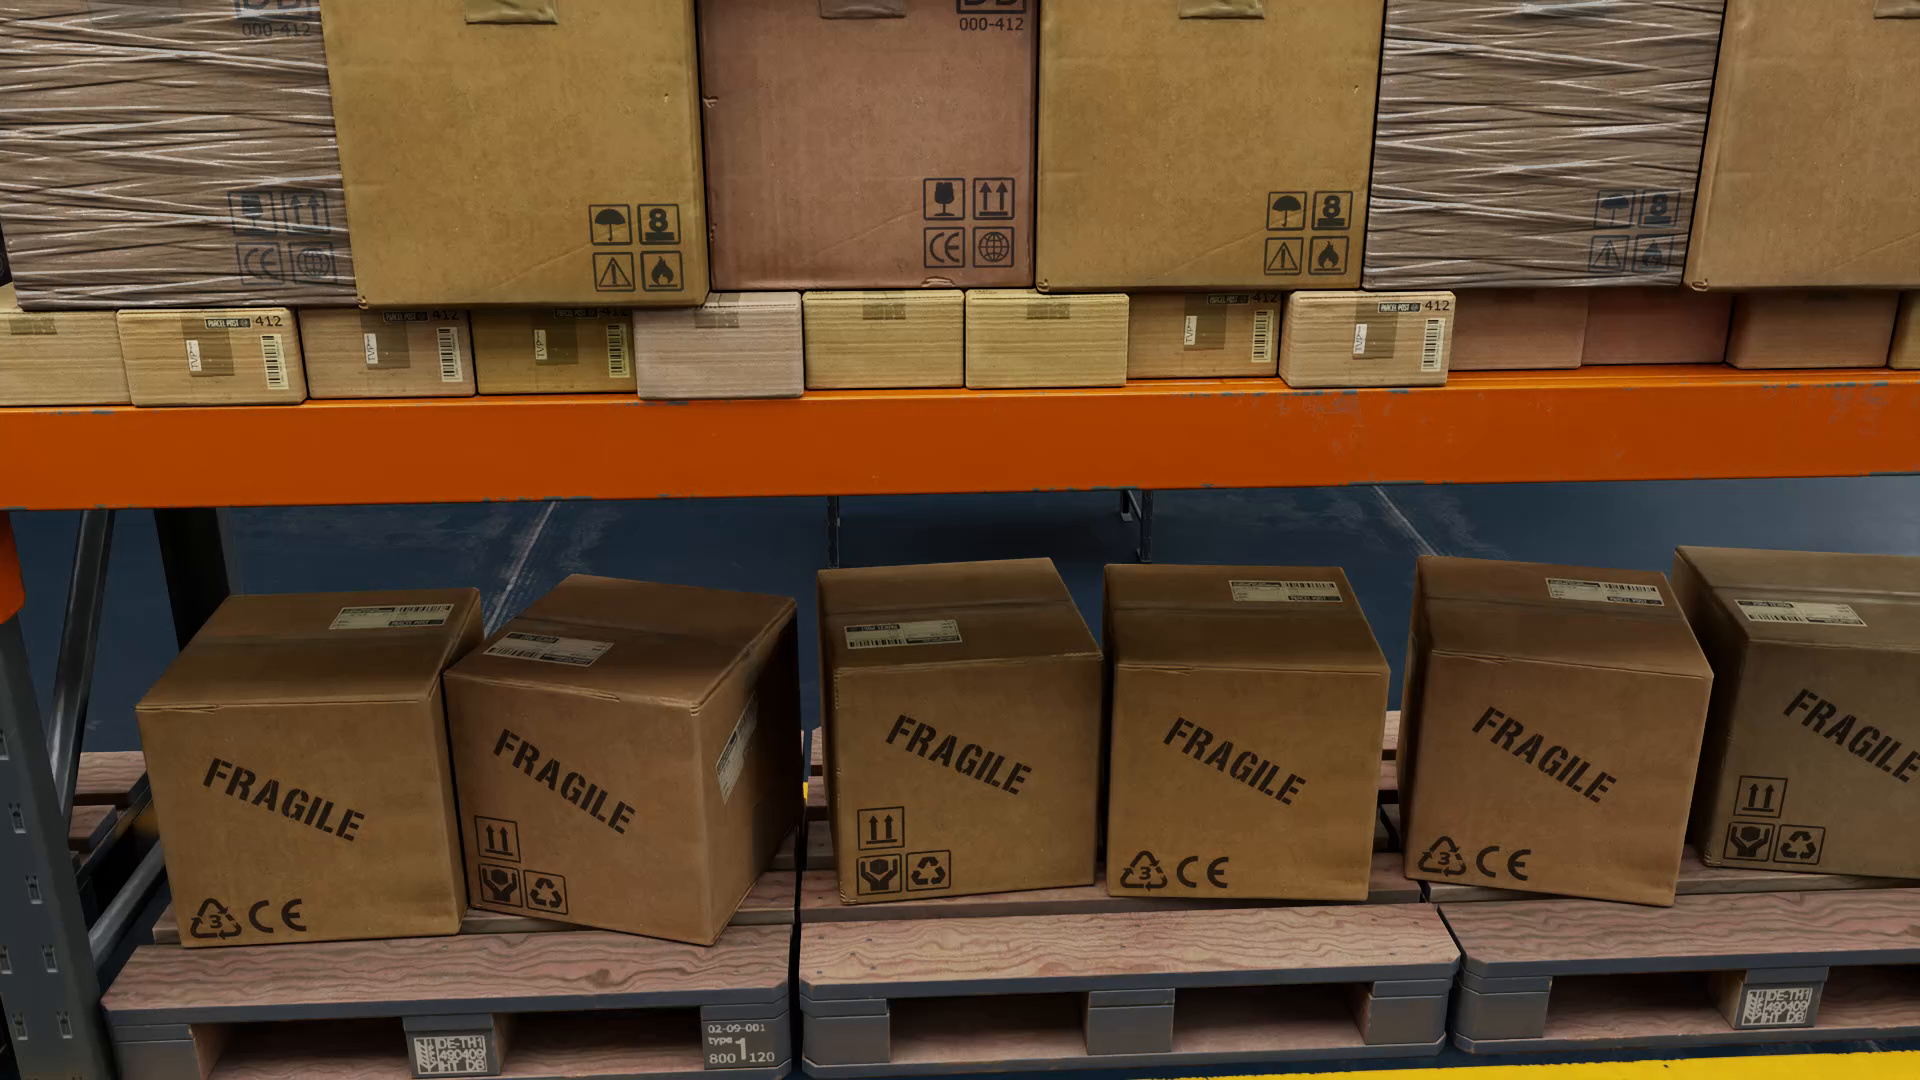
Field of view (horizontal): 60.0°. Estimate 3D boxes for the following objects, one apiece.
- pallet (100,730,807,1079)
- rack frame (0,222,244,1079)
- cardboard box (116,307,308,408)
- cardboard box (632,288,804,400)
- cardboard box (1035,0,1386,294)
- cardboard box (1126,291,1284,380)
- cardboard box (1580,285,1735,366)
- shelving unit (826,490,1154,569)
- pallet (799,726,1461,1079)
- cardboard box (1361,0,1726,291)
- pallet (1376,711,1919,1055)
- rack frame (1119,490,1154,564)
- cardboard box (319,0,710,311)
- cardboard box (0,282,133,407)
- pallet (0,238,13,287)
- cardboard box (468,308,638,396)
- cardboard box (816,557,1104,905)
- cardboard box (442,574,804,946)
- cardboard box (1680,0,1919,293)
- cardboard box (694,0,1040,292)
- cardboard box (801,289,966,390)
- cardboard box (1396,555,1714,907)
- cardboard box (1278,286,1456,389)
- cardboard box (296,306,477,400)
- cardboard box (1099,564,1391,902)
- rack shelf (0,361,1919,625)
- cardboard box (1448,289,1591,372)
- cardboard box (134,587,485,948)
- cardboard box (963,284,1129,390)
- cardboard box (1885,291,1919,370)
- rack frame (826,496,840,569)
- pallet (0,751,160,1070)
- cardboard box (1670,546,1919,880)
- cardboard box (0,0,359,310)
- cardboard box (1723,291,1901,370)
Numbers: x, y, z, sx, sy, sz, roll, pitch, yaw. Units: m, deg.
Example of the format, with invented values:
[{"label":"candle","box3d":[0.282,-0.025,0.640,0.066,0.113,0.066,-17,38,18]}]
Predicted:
[{"label":"pallet","box3d":[-0.937,0.723,3.427,1.213,0.211,1.003,-1,21,-3]},{"label":"rack frame","box3d":[-1.605,-0.554,2.862,0.127,3.000,1.000,-1,21,-3]},{"label":"cardboard box","box3d":[-1.123,-0.335,2.638,0.250,0.149,0.380,-1,21,-3]},{"label":"cardboard box","box3d":[-0.374,-0.349,2.675,0.250,0.149,0.380,-1,21,-3]},{"label":"cardboard box","box3d":[0.344,-0.766,2.860,0.500,0.500,0.875,-1,21,-3]},{"label":"cardboard box","box3d":[0.370,-0.391,2.785,0.250,0.149,0.380,-1,21,-3]},{"label":"cardboard box","box3d":[1.117,-0.421,2.864,0.250,0.149,0.380,-1,21,-3]},{"label":"shelving unit","box3d":[0.085,-0.703,5.359,1.048,1.500,0.538,-1,21,-3]},{"label":"pallet","box3d":[0.284,0.697,3.495,1.213,0.211,1.003,-1,21,-3]},{"label":"cardboard box","box3d":[0.844,-0.772,2.876,0.500,0.500,0.875,-1,21,-3]},{"label":"pallet","box3d":[1.499,0.673,3.557,1.213,0.211,1.003,-1,21,-3]},{"label":"rack frame","box3d":[0.593,-0.713,5.386,0.032,1.500,0.500,-1,21,-3]},{"label":"cardboard box","box3d":[-0.651,-0.725,2.751,0.500,0.500,0.875,-1,21,-3]},{"label":"cardboard box","box3d":[-1.373,-0.335,2.637,0.250,0.149,0.380,-1,21,-3]},{"label":"pallet","box3d":[-2.376,-0.501,2.991,1.213,0.211,1.003,-1,21,-3]},{"label":"cardboard box","box3d":[-0.626,-0.358,2.700,0.250,0.149,0.380,-1,21,-3]},{"label":"cardboard box","box3d":[-0.017,0.369,3.360,0.500,0.500,0.500,-3,21,-8]},{"label":"cardboard box","box3d":[-0.632,0.409,3.253,0.500,0.500,0.500,5,22,14]},{"label":"cardboard box","box3d":[1.345,-0.767,2.862,0.500,0.500,0.875,-1,21,-3]},{"label":"cardboard box","box3d":[-0.158,-0.771,2.872,0.500,0.500,0.875,-1,21,-3]},{"label":"cardboard box","box3d":[-0.127,-0.369,2.727,0.250,0.149,0.380,-1,21,-3]},{"label":"cardboard box","box3d":[1.169,0.367,3.364,0.500,0.500,0.500,4,21,11]},{"label":"cardboard box","box3d":[0.624,-0.371,2.734,0.250,0.149,0.380,-1,21,-3]},{"label":"cardboard box","box3d":[-0.875,-0.350,2.678,0.250,0.149,0.380,-1,21,-3]},{"label":"cardboard box","box3d":[0.543,0.373,3.348,0.500,0.500,0.500,1,21,2]},{"label":"rack shelf","box3d":[0.392,-0.259,3.096,4.000,0.370,1.077,-1,21,-3]},{"label":"cardboard box","box3d":[0.869,-0.408,2.830,0.250,0.149,0.380,-1,21,-3]},{"label":"cardboard box","box3d":[-1.204,0.424,3.216,0.500,0.500,0.500,-2,21,-5]},{"label":"cardboard box","box3d":[0.123,-0.370,2.730,0.250,0.149,0.380,-1,21,-3]},{"label":"cardboard box","box3d":[1.619,-0.411,2.838,0.250,0.149,0.380,-1,21,-3]},{"label":"rack frame","box3d":[-0.422,-0.692,5.332,0.032,1.500,0.500,-1,21,-3]},{"label":"pallet","box3d":[-2.382,0.765,3.315,1.213,0.211,1.003,-1,21,-3]},{"label":"cardboard box","box3d":[1.764,0.343,3.427,0.500,0.500,0.500,3,21,7]},{"label":"cardboard box","box3d":[-1.152,-0.727,2.757,0.500,0.500,0.875,-1,21,-3]},{"label":"cardboard box","box3d":[1.369,-0.411,2.839,0.250,0.149,0.380,-1,21,-3]}]
